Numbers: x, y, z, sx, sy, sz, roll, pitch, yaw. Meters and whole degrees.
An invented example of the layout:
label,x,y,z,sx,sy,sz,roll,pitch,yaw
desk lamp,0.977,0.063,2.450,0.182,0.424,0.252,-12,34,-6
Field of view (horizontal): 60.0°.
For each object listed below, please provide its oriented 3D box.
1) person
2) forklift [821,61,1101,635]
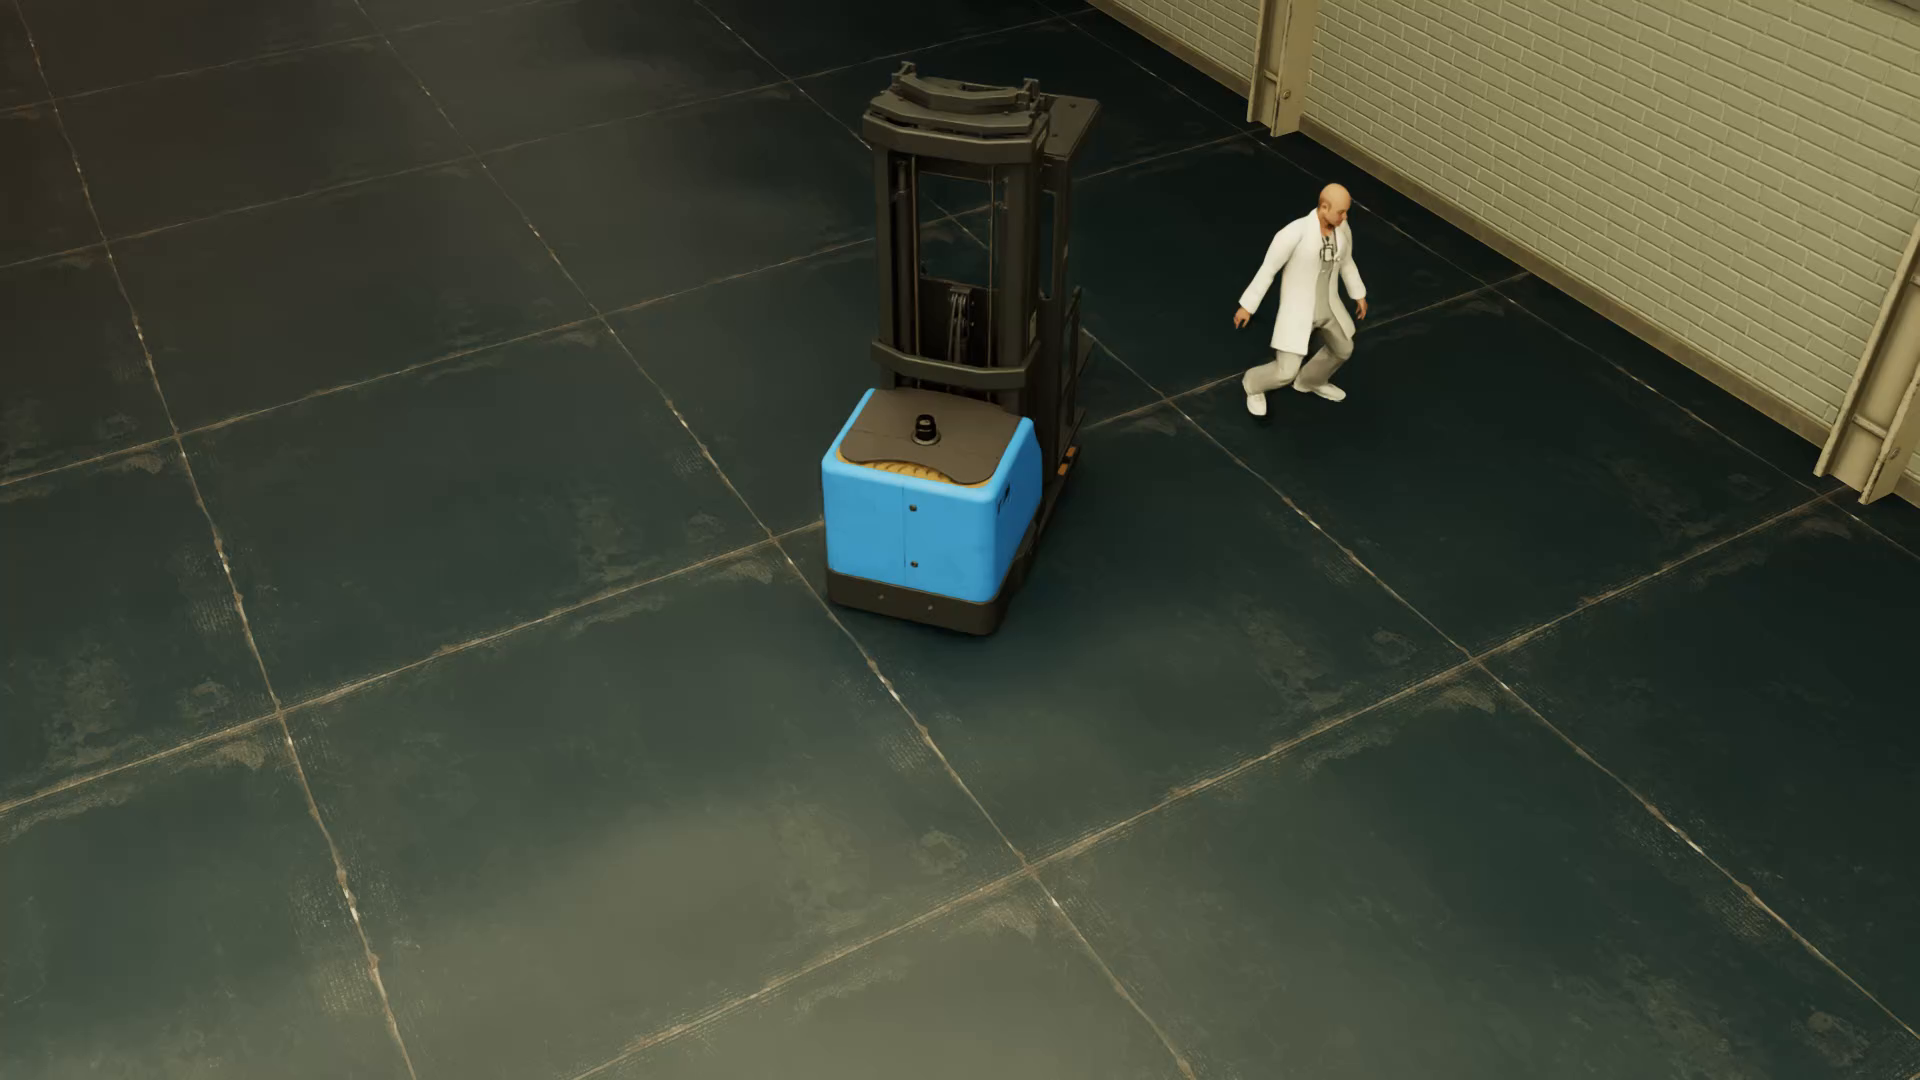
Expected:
label,x,y,z,sx,sy,sz,roll,pitch,yaw
person,2.251,-1.539,10.879,0.942,1.684,0.572,-17,42,-19
forklift,0.153,-1.532,9.883,1.130,2.935,3.031,12,41,14
